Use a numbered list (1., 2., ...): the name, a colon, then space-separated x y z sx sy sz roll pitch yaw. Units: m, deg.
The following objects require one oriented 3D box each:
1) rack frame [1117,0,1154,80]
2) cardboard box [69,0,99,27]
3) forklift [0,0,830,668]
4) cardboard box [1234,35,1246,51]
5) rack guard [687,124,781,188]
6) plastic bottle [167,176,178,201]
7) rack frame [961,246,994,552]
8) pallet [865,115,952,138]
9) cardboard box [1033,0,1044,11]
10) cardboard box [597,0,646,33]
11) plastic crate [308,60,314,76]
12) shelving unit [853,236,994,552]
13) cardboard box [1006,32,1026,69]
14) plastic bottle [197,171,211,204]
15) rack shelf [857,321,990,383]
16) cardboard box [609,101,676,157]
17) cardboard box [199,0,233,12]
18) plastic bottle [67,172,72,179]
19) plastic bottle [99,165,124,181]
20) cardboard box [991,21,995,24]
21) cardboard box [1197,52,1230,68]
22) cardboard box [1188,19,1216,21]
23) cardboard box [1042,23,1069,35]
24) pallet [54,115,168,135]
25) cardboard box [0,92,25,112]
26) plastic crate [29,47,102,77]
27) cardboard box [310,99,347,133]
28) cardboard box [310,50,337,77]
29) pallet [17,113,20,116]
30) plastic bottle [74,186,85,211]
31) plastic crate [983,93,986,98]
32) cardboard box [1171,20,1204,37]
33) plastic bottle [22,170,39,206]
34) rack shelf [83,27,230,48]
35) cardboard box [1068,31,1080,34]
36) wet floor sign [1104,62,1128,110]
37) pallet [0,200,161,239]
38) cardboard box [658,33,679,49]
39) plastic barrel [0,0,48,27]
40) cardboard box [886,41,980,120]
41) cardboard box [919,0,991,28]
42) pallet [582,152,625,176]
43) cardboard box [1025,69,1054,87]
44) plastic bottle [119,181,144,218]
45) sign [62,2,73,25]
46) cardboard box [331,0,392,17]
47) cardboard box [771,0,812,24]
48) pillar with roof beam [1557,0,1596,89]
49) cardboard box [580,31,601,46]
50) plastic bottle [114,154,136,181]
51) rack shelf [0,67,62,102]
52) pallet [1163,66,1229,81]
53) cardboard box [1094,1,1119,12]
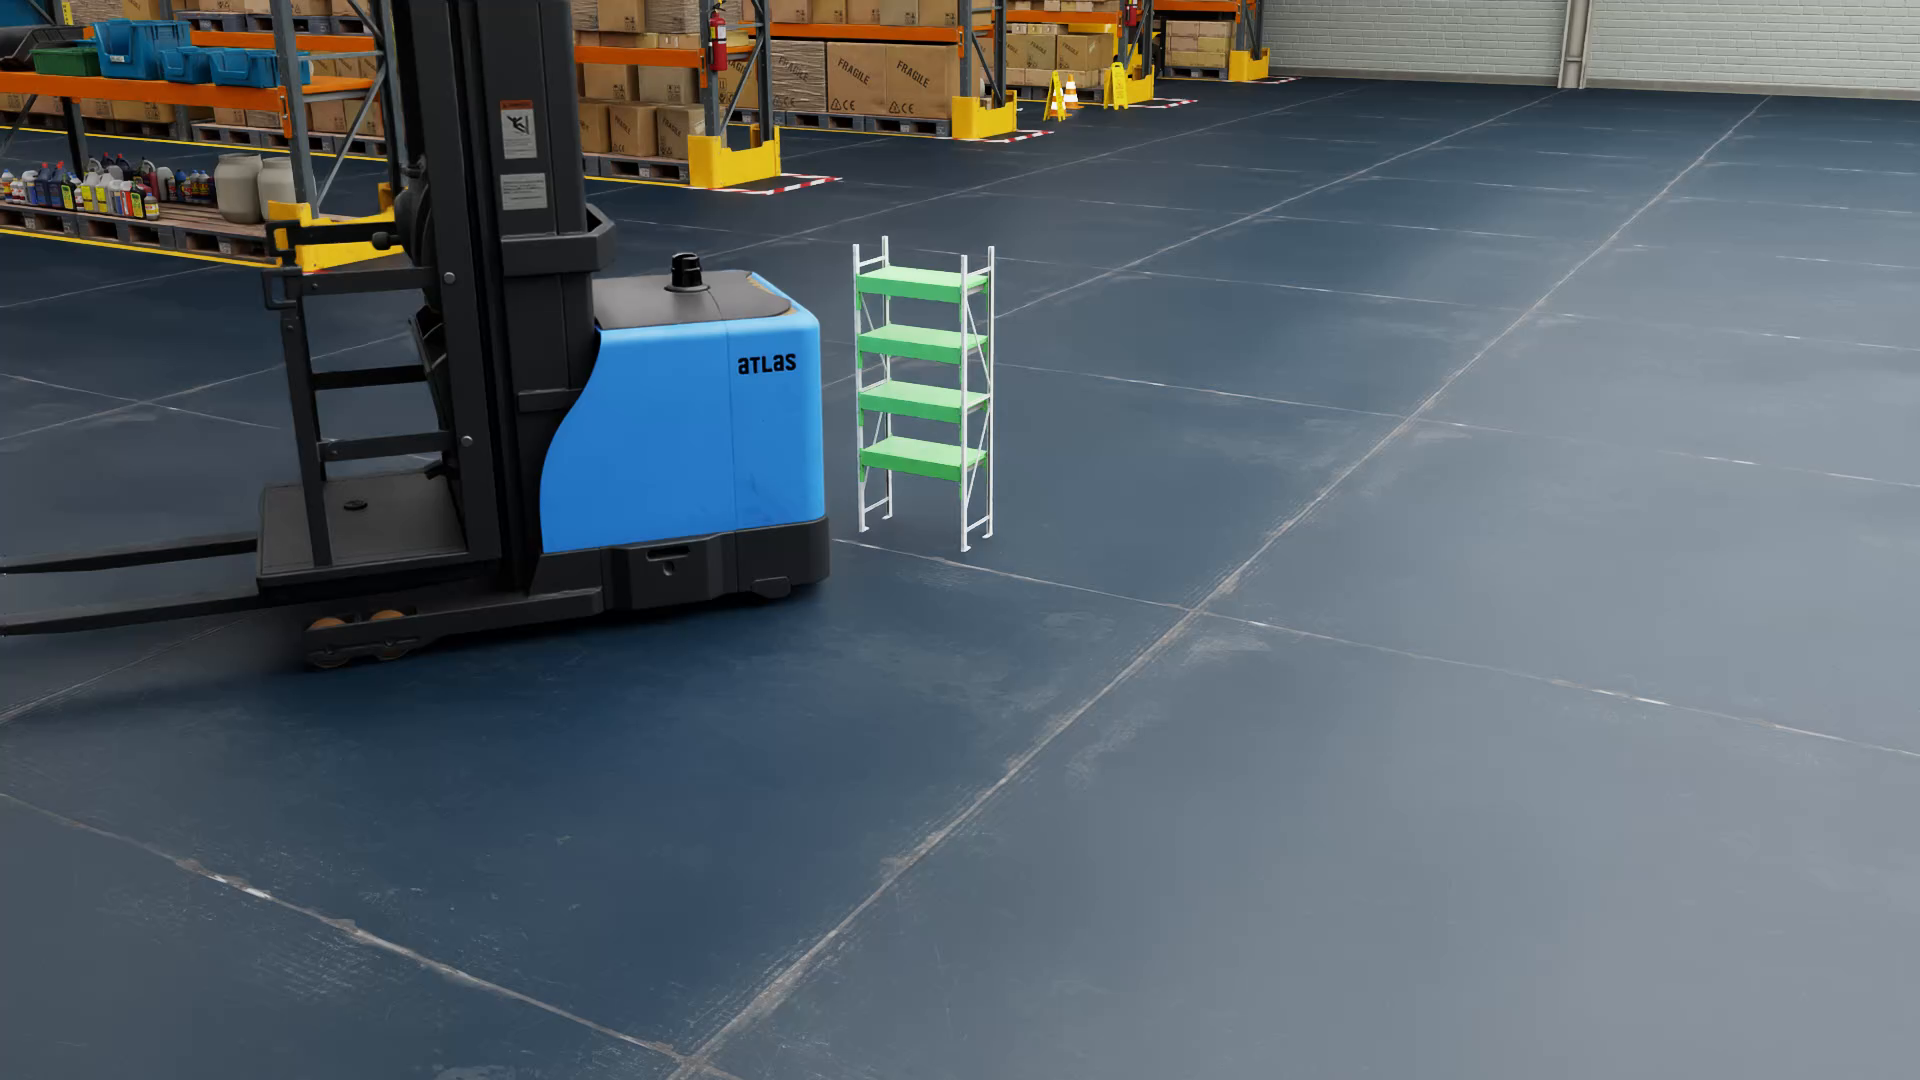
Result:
1. rack frame: 2.615 -8.021 24.580 0.127 3.000 1.000 11 23 27
2. cardboard box: -10.641 -6.627 20.589 0.500 0.500 0.500 10 22 26
3. forklift: -2.063 -1.146 5.725 3.031 2.935 1.130 -7 21 -19
4. cardboard box: 4.724 -8.780 29.353 0.500 0.250 0.500 11 23 28
5. rack guard: -2.284 -3.909 16.908 0.348 0.500 1.175 11 23 27
6. plastic bottle: -6.716 -3.007 14.214 0.097 0.201 0.097 0 20 0
7. rack frame: 0.069 -0.551 6.625 0.015 1.200 0.240 11 23 27
8. pallet: -0.447 -5.330 21.249 1.213 0.211 1.003 11 23 27
9. cardboard box: 1.301 -8.078 25.105 0.250 0.149 0.380 11 23 28
10. cardboard box: -3.179 -5.405 16.784 0.500 0.500 0.875 11 23 27
11. plastic crate: -5.257 -3.717 13.101 0.250 0.136 0.298 11 23 27
12. shelving unit: -0.145 -0.592 6.736 0.503 1.200 0.258 11 23 27
13. cardboard box: 0.894 -7.506 25.476 0.500 0.500 0.500 10 22 26
14. plastic bottle: -6.363 -2.972 14.016 0.097 0.271 0.097 0 20 0
15. rack shelf: -0.145 -0.757 6.676 0.480 0.148 0.258 11 23 27
16. cardboard box: -3.293 -4.292 17.347 0.500 0.500 0.500 18 27 41
17. cardboard box: -8.711 -6.568 19.811 0.500 0.500 0.500 8 21 21
18. plastic bottle: -7.437 -2.940 13.928 0.097 0.271 0.097 0 20 0
19. plastic bottle: -7.305 -3.087 14.325 0.135 0.276 0.152 11 23 27
20. cardboard box: 0.406 -9.461 31.414 0.625 0.625 0.875 11 22 27
21. cardboard box: 4.469 -8.389 29.008 0.500 0.250 0.500 11 23 28
22. cardboard box: 4.268 -9.093 29.484 0.500 0.250 0.500 11 23 27
23. cardboard box: 1.436 -7.680 25.005 0.250 0.149 0.380 12 23 29
24. pallet: -10.914 -5.448 21.573 1.213 0.211 1.003 11 23 27
25. cardboard box: -12.125 -6.165 21.962 0.875 0.875 1.225 11 23 27
26. plastic crate: -7.078 -3.853 13.398 0.662 0.188 0.450 11 23 27
27. cardboard box: -7.131 -5.055 19.421 0.500 0.500 0.700 9 22 23
28. cardboard box: -9.671 -7.347 25.771 0.500 0.500 0.500 12 23 29
29. pallet: -13.319 -5.906 22.836 1.213 0.211 1.003 11 23 27
30. plastic bottle: -7.222 -2.810 13.672 0.097 0.201 0.097 0 20 0
31. plastic crate: 0.094 -6.809 25.519 0.583 0.080 0.402 3 20 9
32. cardboard box: 4.030 -8.942 29.066 0.500 0.250 0.500 11 23 28
33. plastic bottle: -7.765 -2.959 13.973 0.135 0.276 0.152 12 23 29
34. rack shelf: -10.948 -6.396 21.154 4.000 0.370 1.077 11 23 27
35. cardboard box: 1.566 -7.585 25.692 0.500 0.500 0.500 10 22 25
36. wet floor sign: 2.259 -6.565 24.016 0.267 0.644 0.232 -16 26 -38
37. pallet: -7.559 -2.827 14.349 1.213 0.211 1.003 11 23 27
38. cardboard box: -2.785 -4.981 16.566 0.250 0.149 0.380 11 23 27
39. plastic barrel: -8.315 -4.652 14.556 0.708 0.901 0.600 11 23 27
40. cardboard box: -0.335 -5.823 21.018 0.875 0.875 0.875 11 23 28
41. cardboard box: -0.056 -6.650 20.578 0.550 0.550 0.875 11 23 27
42. pallet: -4.037 -4.122 17.919 1.213 0.211 1.003 11 23 27
43. cardboard box: 1.330 -7.069 25.371 0.500 0.250 0.500 11 23 27
44. plastic bottle: -6.657 -2.748 13.391 0.135 0.276 0.152 11 23 28
45. sign: -7.847 -4.554 14.615 0.005 0.325 0.100 11 23 27
46. cardboard box: -6.335 -6.390 18.586 1.000 1.000 1.000 11 23 28
47. cardboard box: -1.969 -6.999 21.542 0.550 0.550 0.875 11 23 27
48. pillar with roof beam: 8.003 -10.425 22.407 0.400 9.000 9.100 11 23 27
49. cardboard box: -3.666 -5.142 17.010 0.250 0.149 0.380 11 23 27
50. plastic bottle: -7.255 -3.170 14.446 0.185 0.351 0.144 10 22 25
51. rack shelf: -9.871 -4.256 15.255 4.000 0.370 1.077 11 23 27
52. pallet: 4.345 -8.304 29.447 1.213 0.211 1.003 11 23 27
53. cardboard box: 2.185 -7.902 24.618 0.250 0.149 0.380 12 23 29
